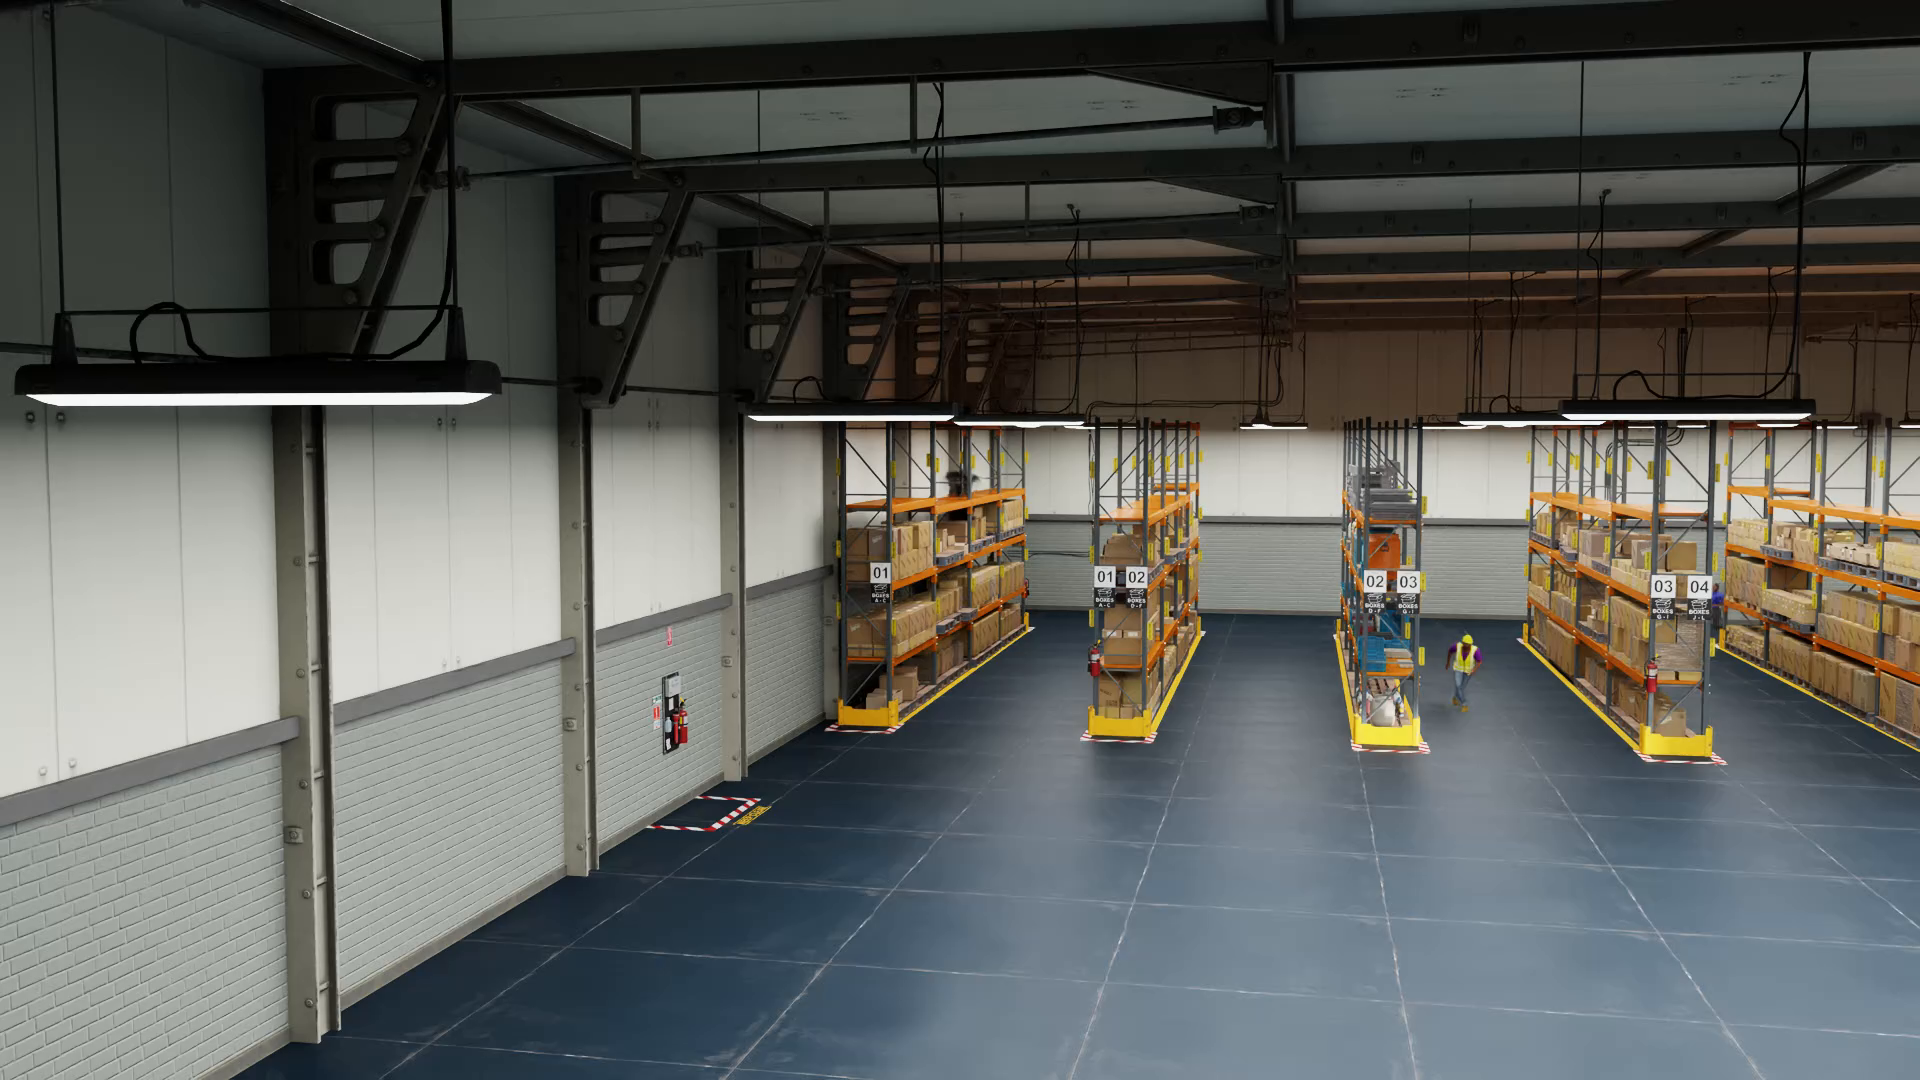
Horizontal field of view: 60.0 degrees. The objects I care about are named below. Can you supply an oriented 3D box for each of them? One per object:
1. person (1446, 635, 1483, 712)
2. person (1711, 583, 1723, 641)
[{"bbox_3d":[10.327,2.684,34.117,0.698,1.587,1.117,1,4,10],"label":"person"},{"bbox_3d":[20.495,2.038,45.102,0.845,1.601,0.587,-1,4,-18],"label":"person"}]
